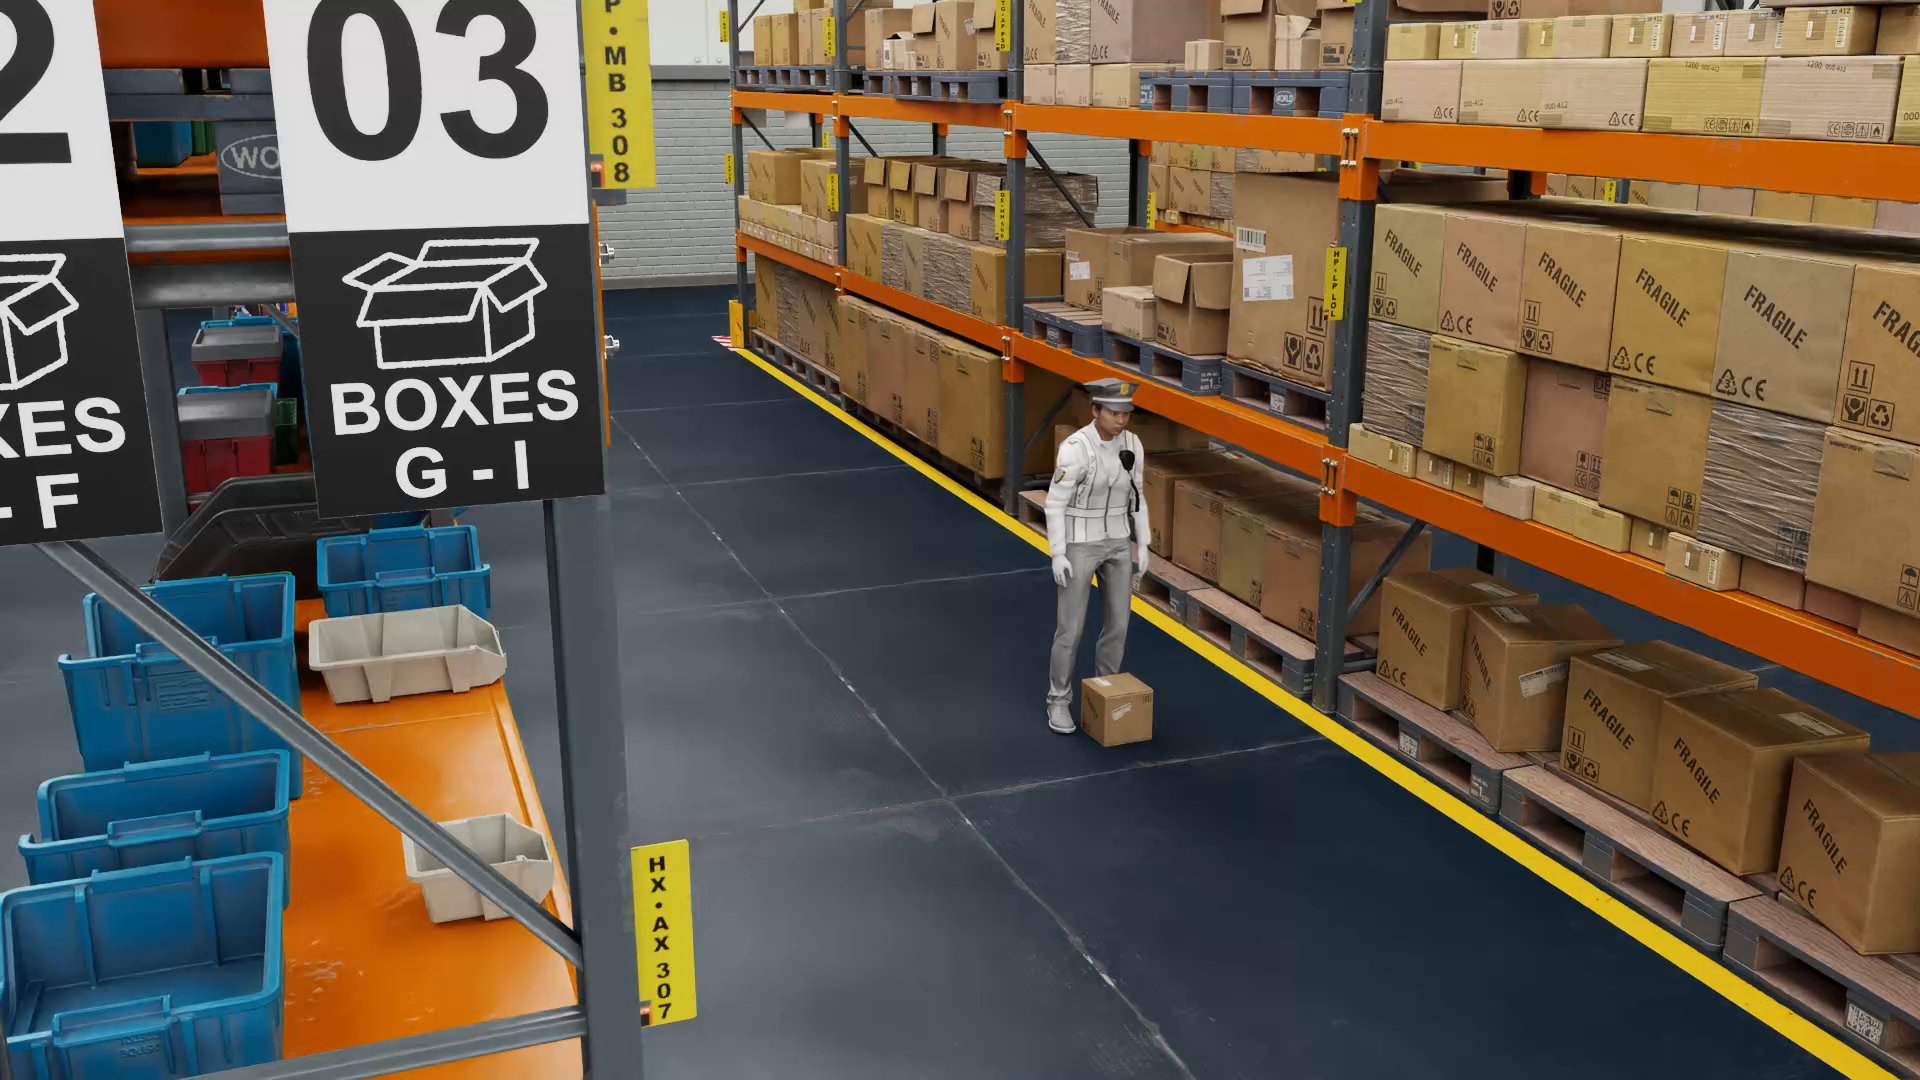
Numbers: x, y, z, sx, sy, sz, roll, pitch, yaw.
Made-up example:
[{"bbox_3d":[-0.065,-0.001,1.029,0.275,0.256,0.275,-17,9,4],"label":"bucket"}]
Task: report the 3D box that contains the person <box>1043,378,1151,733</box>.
[{"bbox_3d":[0.649,0.055,7.823,0.540,1.664,0.375,-6,17,-22],"label":"person"}]
